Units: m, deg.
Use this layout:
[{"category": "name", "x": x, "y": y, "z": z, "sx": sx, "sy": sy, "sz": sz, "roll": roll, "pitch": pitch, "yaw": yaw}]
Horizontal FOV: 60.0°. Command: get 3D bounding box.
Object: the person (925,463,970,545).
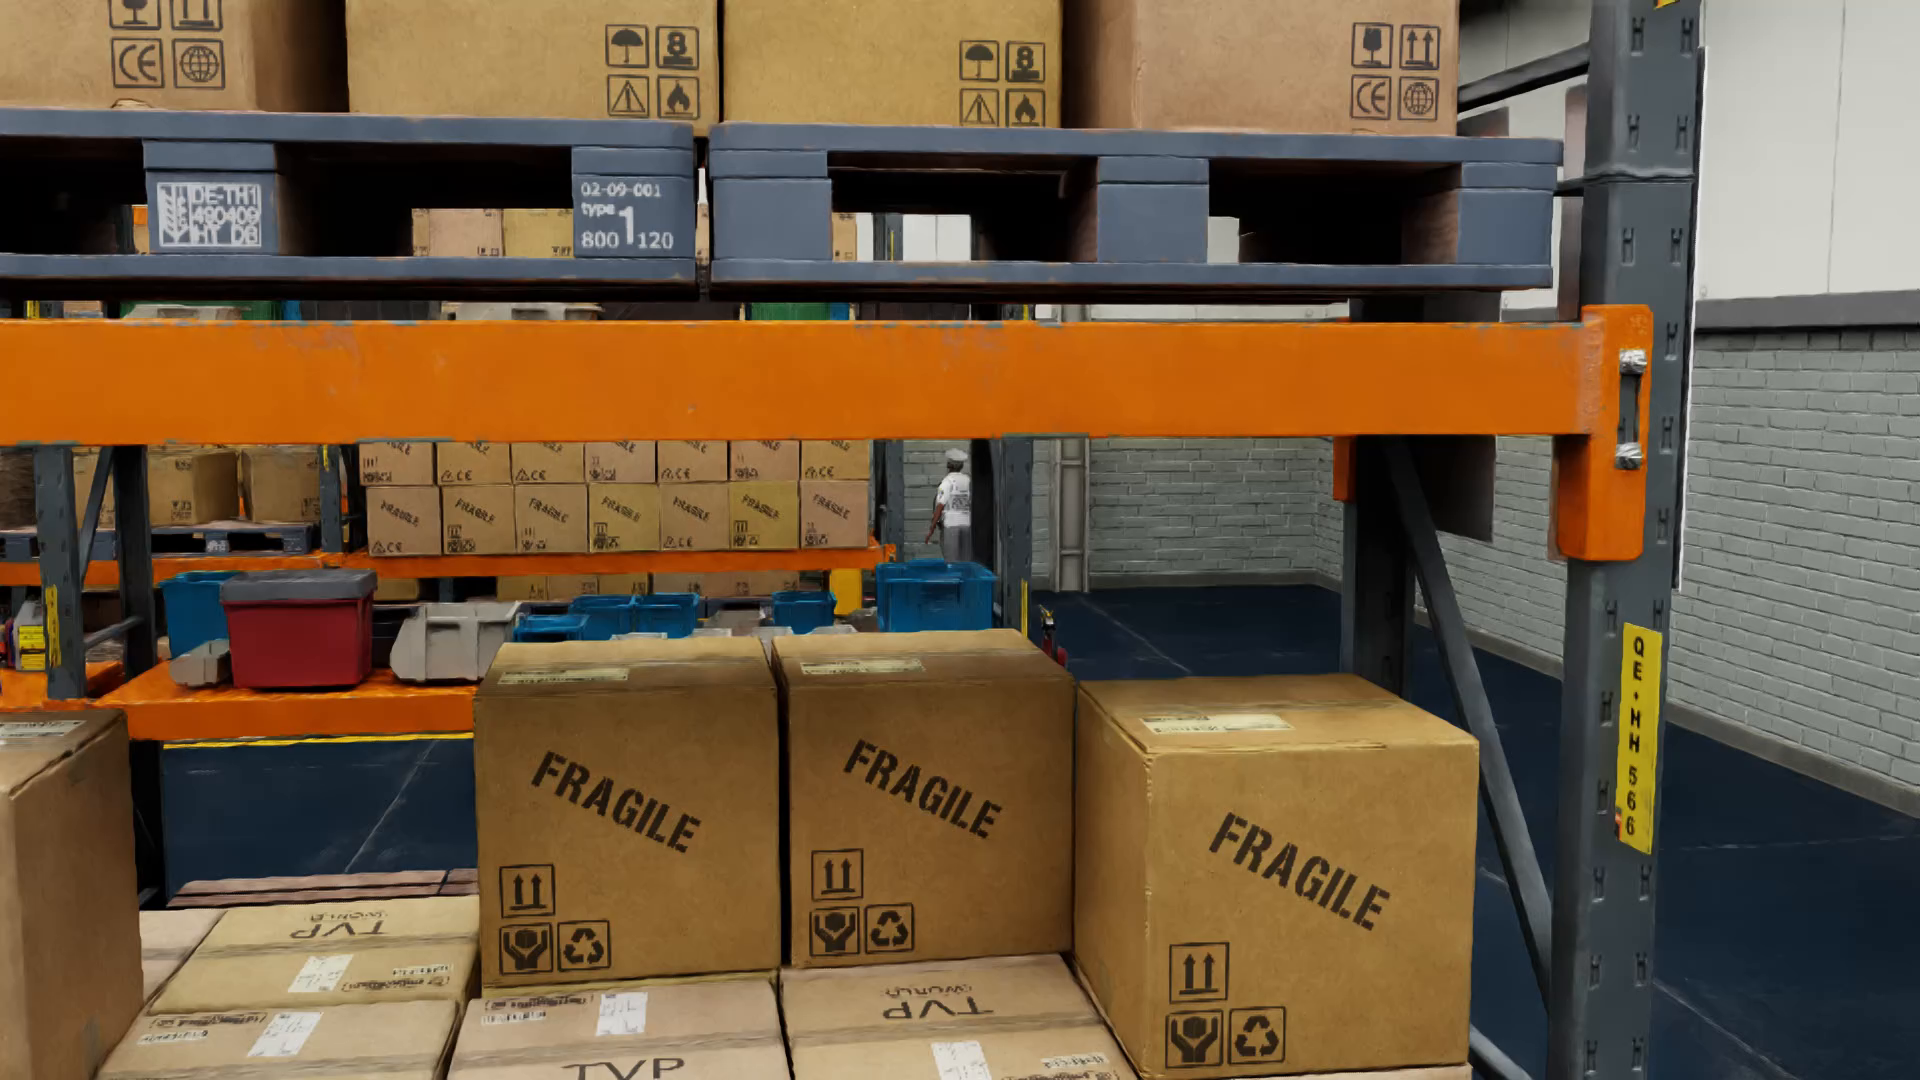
[{"category": "person", "x": -0.091, "y": -0.429, "z": 17.503, "sx": 0.604, "sy": 0.988, "sz": 0.335, "roll": -6, "pitch": 9, "yaw": -44}]
